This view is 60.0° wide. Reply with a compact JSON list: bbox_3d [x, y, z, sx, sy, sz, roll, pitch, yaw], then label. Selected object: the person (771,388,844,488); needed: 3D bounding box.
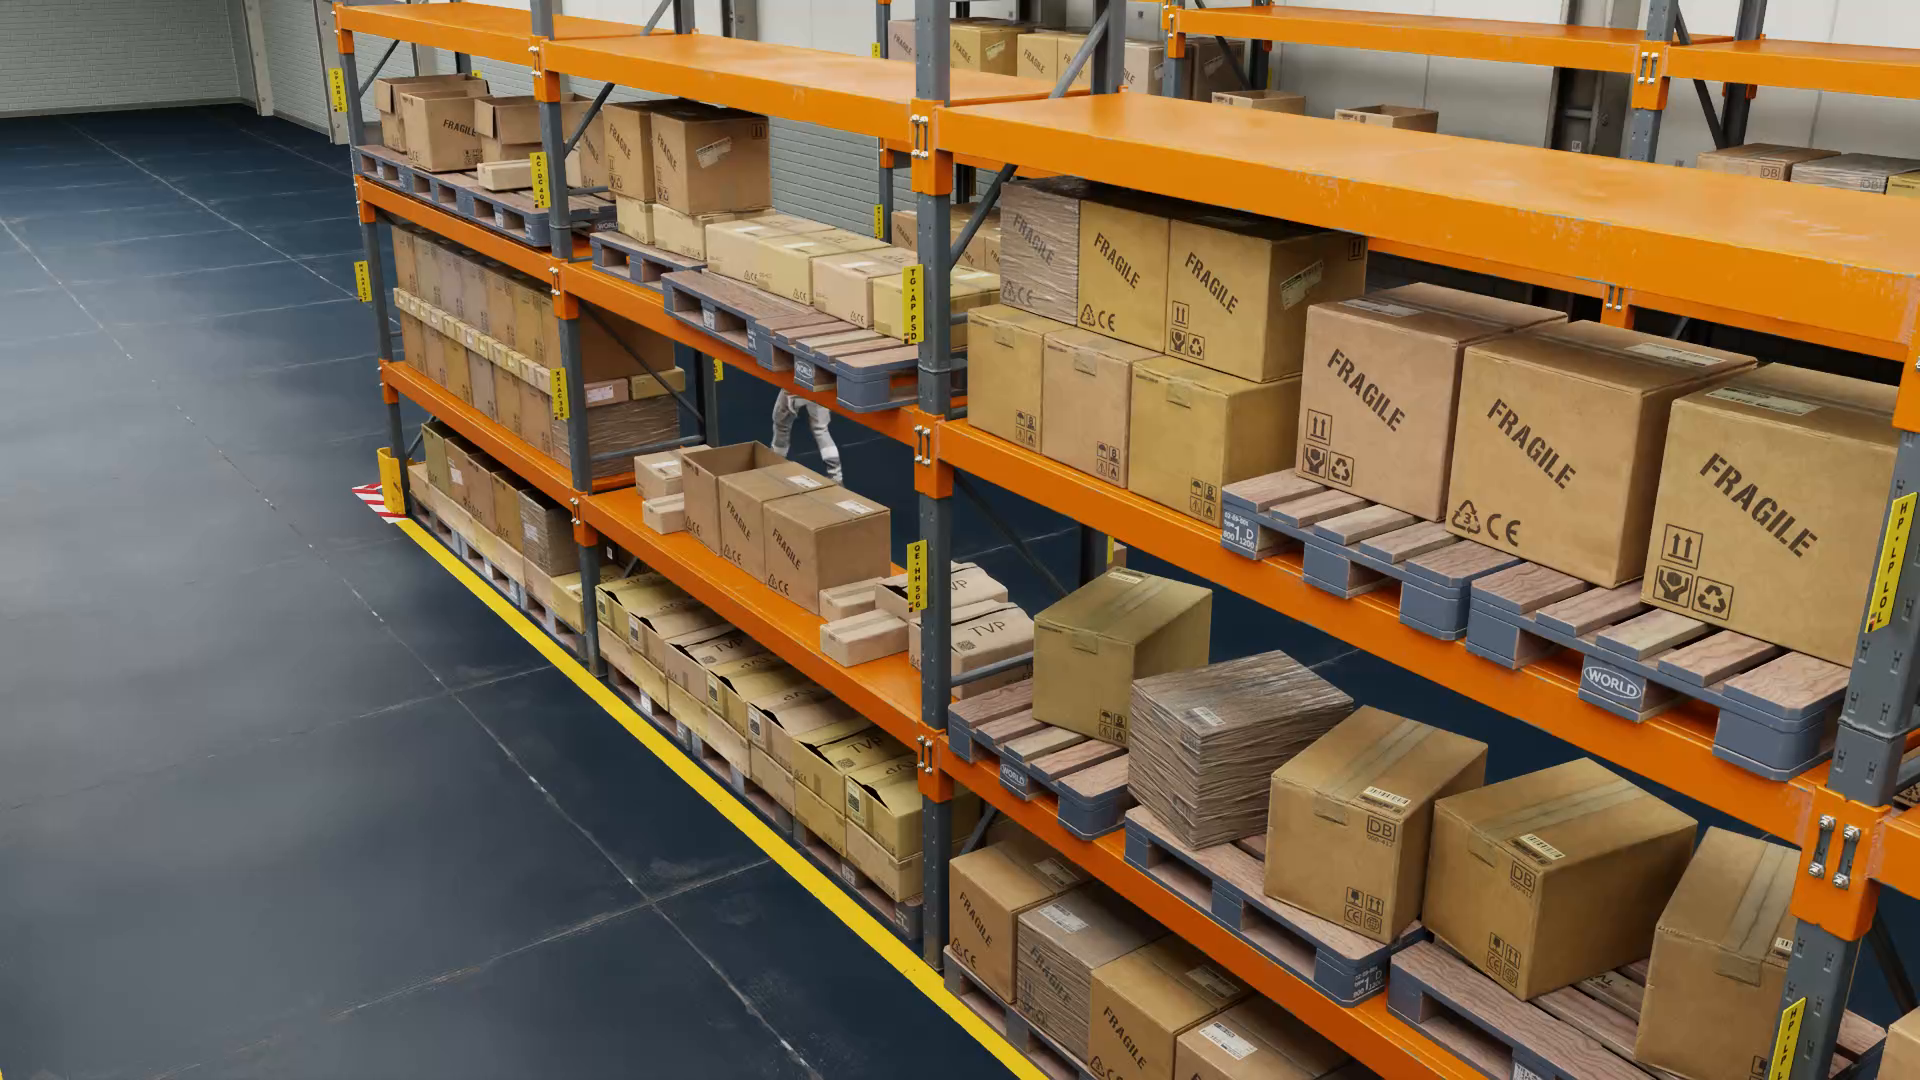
[{"bbox_3d":[-1.394,-1.328,14.482,0.534,1.742,1.027,-15,26,-34],"label":"person"}]
